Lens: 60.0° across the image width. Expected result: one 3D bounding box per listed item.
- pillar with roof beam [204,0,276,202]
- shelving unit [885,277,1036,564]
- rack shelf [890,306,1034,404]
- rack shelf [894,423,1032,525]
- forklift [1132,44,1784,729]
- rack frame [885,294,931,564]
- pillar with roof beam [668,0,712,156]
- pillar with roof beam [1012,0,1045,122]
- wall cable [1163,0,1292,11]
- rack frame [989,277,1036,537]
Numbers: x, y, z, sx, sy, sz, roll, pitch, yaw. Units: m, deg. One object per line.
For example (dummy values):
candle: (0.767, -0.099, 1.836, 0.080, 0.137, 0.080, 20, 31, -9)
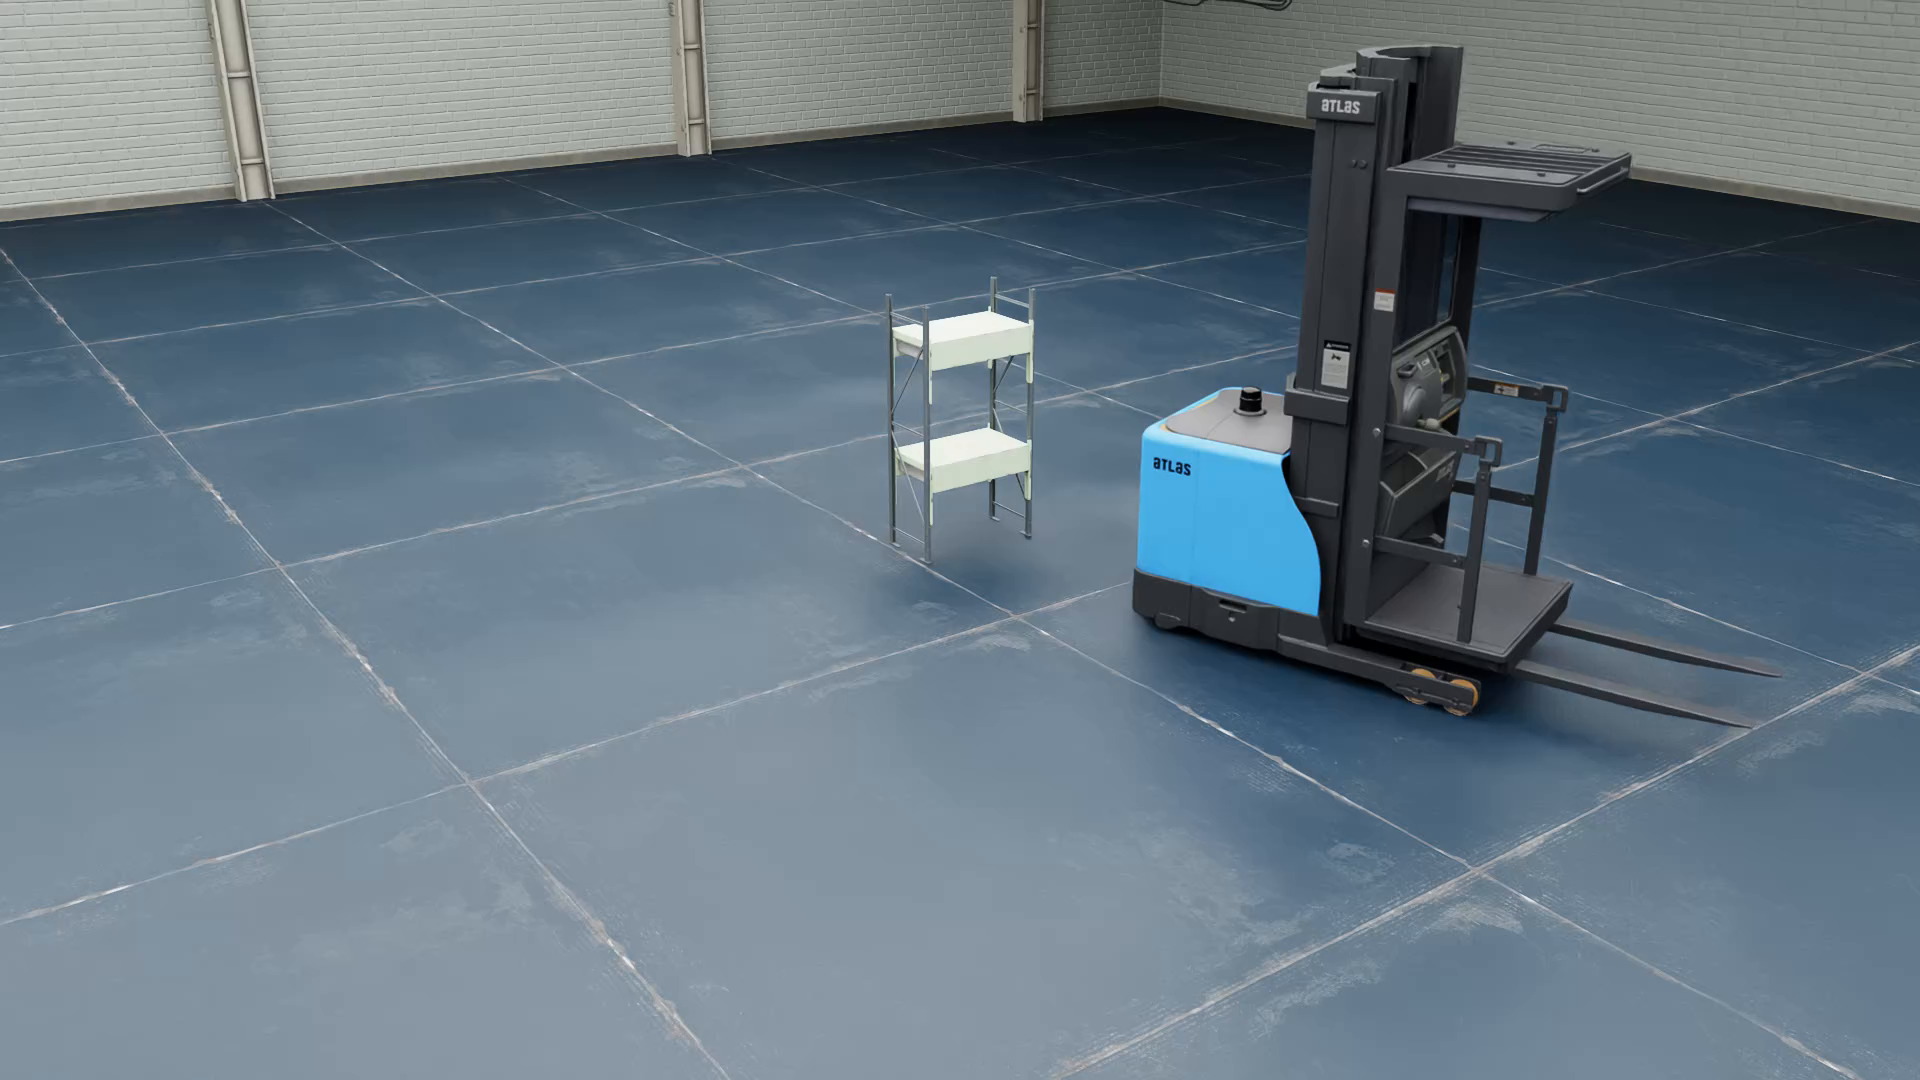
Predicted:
pillar with roof beam: (-6.134, -7.083, 15.505, 0.400, 9.000, 9.100, -15, 26, -33)
shelving unit: (0.005, -0.698, 9.622, 0.755, 1.500, 0.431, -15, 26, -33)
rack shelf: (0.005, -1.061, 9.477, 0.720, 0.370, 0.431, -15, 26, -33)
rack shelf: (0.005, -0.395, 9.743, 0.720, 0.370, 0.431, -15, 26, -33)
forklift: (2.410, -0.760, 7.845, 3.031, 2.935, 1.130, 15, 26, 32)
rack frame: (-0.292, -0.619, 9.424, 0.023, 1.500, 0.400, -15, 26, -33)
pillar with roof beam: (-1.264, -8.382, 18.760, 0.400, 9.000, 9.100, -15, 26, -33)
pillar with roof beam: (3.607, -9.681, 22.014, 0.400, 9.000, 9.100, -15, 26, -33)
wall cable: (4.256, -9.773, 26.436, 0.112, 2.526, 3.097, -15, 26, -33)
rack frame: (0.303, -0.777, 9.821, 0.023, 1.500, 0.400, -15, 26, -33)
